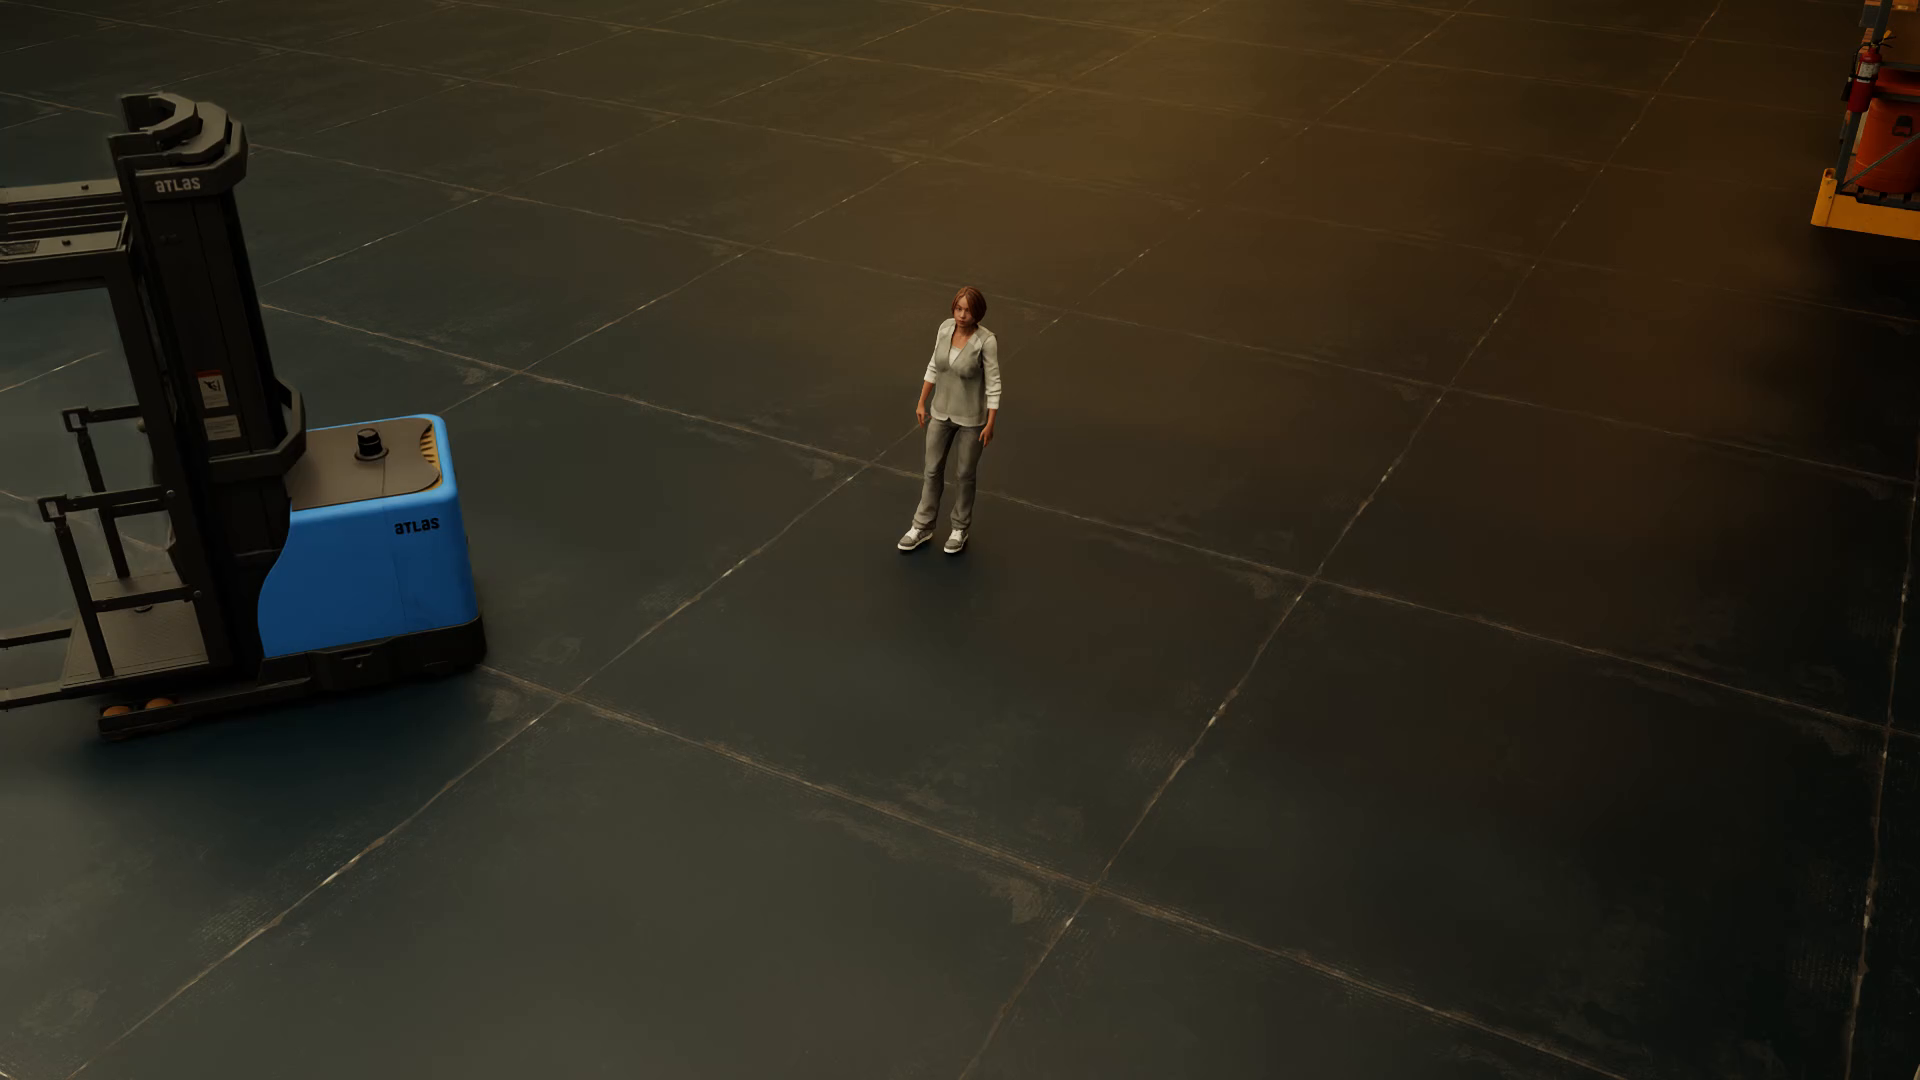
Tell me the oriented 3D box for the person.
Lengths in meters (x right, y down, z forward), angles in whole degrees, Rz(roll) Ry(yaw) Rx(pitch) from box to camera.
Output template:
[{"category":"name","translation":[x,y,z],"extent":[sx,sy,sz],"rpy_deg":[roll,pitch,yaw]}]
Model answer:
[{"category":"person","translation":[-0.048,-0.668,9.549],"extent":[0.521,1.599,0.473],"rpy_deg":[15,33,25]}]

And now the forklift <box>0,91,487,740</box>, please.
[{"category":"forklift","translation":[-4.084,-0.573,8.063],"extent":[3.031,2.935,1.130],"rpy_deg":[-10,31,-17]}]
